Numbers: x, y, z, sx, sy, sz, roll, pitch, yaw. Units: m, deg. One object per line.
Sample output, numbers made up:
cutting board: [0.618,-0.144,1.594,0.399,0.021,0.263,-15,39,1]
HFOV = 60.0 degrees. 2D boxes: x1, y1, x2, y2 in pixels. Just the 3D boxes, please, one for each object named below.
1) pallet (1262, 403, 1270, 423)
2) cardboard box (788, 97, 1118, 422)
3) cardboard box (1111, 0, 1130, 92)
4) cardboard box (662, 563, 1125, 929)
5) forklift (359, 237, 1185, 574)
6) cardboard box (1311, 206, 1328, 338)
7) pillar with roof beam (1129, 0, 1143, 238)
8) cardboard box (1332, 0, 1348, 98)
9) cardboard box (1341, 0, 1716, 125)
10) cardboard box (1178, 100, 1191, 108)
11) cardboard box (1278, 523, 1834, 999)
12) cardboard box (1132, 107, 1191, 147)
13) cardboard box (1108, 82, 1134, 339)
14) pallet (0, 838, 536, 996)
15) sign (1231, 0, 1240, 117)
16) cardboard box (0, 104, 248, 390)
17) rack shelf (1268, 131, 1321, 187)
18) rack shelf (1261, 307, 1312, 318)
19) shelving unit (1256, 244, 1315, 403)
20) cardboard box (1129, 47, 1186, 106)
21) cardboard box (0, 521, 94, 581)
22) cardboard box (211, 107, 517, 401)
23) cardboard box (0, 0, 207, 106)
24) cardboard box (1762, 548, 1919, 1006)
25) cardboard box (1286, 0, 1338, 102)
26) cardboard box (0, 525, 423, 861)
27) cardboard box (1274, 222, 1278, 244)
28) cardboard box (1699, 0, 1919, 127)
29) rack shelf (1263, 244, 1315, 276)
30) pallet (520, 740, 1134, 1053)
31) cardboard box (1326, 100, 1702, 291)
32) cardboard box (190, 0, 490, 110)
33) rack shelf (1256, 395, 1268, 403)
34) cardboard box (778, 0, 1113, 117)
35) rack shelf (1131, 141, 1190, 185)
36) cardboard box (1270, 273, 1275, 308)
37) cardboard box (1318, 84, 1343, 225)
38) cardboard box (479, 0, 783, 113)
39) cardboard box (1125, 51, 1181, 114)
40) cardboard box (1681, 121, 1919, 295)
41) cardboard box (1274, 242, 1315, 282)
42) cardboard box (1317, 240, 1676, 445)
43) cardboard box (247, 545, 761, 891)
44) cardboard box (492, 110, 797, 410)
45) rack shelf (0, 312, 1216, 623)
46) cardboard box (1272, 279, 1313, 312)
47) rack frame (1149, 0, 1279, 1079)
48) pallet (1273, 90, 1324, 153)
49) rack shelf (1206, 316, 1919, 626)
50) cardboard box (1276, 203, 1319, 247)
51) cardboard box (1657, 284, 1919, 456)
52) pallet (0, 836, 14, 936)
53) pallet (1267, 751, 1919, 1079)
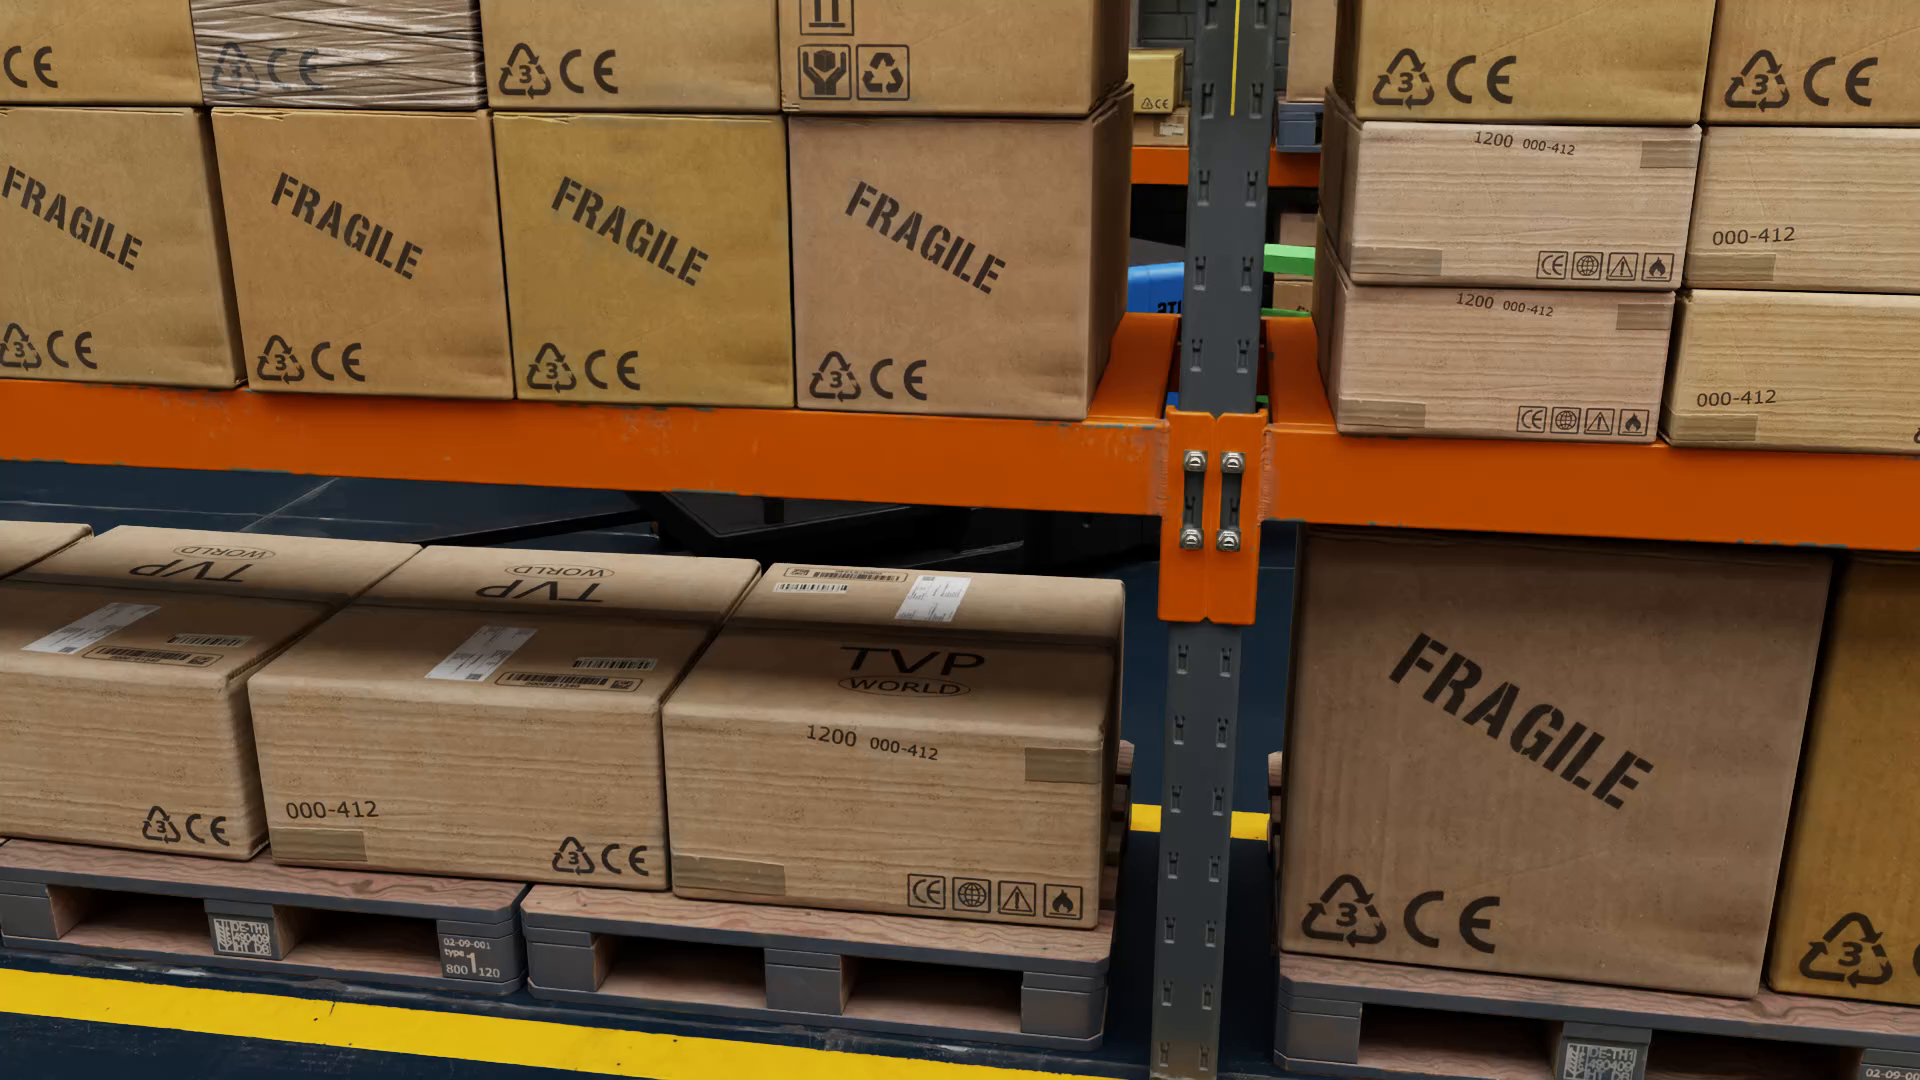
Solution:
pallet: [2.097,-0.738,8.175,1.213,0.211,1.003,3,19,9]
cardboard box: [0.006,-0.525,2.986,0.500,0.500,0.500,3,19,9]
cardboard box: [0.073,-1.155,3.295,0.500,0.500,0.500,3,19,9]
cardboard box: [-0.098,0.417,3.706,0.875,0.438,0.875,3,19,8]
forklift: [-0.594,-1.281,5.513,3.031,2.935,1.130,-10,21,-26]
cardboard box: [0.988,-0.519,3.364,0.500,0.250,0.500,2,19,7]
pillar with roof beam: [0.061,-3.903,3.785,0.400,9.000,9.100,3,19,9]
cardboard box: [0.986,-1.112,3.165,0.500,0.500,0.500,4,19,10]
cardboard box: [0.894,-0.943,2.661,0.500,0.500,0.500,3,19,9]
cardboard box: [1.000,-2.073,8.166,0.250,0.149,0.380,3,19,9]
cardboard box: [1.130,0.281,3.423,0.875,0.875,0.875,4,19,10]
cardboard box: [0.933,-1.907,7.671,0.250,0.149,0.380,3,19,9]
cardboard box: [0.083,-0.687,3.471,0.500,0.500,0.500,4,19,10]
pallet: [-1.442,0.665,3.983,1.213,0.211,1.003,3,19,9]
sign: [0.418,-0.808,2.502,0.005,0.325,0.100,3,19,9]
cardboard box: [-1.516,-0.601,3.213,0.500,0.500,0.500,4,19,10]
rack shelf: [3.263,-1.647,7.633,4.000,0.370,1.077,3,19,9]
rack shelf: [1.177,-0.767,6.149,0.480,0.148,0.258,11,21,29]
shelving unit: [1.177,-0.600,6.205,0.503,1.200,0.258,11,21,29]
cardboard box: [0.842,-2.269,8.123,0.500,0.250,0.500,3,19,8]
cardboard box: [-2.777,0.283,4.107,0.875,0.438,0.875,2,19,7]
cardboard box: [-1.001,-0.569,3.120,0.500,0.500,0.500,3,19,8]
cardboard box: [-1.503,-1.071,3.044,0.500,0.500,0.500,3,19,9]
cardboard box: [2.023,0.324,3.295,0.875,0.875,0.875,3,19,10]
cardboard box: [1.730,-2.241,7.455,0.500,0.500,0.700,3,19,10]
cardboard box: [-1.872,0.326,3.977,0.875,0.438,0.875,3,19,10]
cardboard box: [1.697,-1.482,8.261,0.250,0.149,0.380,2,19,6]
cardboard box: [1.400,-0.926,2.611,0.500,0.500,0.500,3,19,8]
rack shelf: [1.177,-0.994,6.073,0.480,0.148,0.258,11,21,29]
pallet: [-0.234,0.726,3.801,1.213,0.211,1.003,3,19,9]
cardboard box: [0.894,-0.589,2.786,0.500,0.250,0.500,2,19,7]
cardboard box: [-1.009,-1.043,2.961,0.500,0.500,0.500,3,19,9]
rack shelf: [1.177,-0.539,6.225,0.480,0.148,0.258,11,21,29]
cardboard box: [-0.005,-0.993,2.809,0.500,0.500,0.500,3,19,8]
rack shelf: [-0.686,-1.849,8.234,4.000,0.370,1.077,3,19,9]
cardboard box: [1.820,-1.171,8.353,0.500,0.500,0.500,3,19,8]
cardboard box: [0.979,-0.754,3.277,0.500,0.250,0.500,3,19,9]
cardboard box: [-0.505,-1.021,2.893,0.500,0.500,0.500,3,19,8]
cardboard box: [0.747,-2.108,7.644,0.500,0.250,0.500,3,19,10]
cardboard box: [1.414,-0.572,2.733,0.500,0.250,0.500,3,19,10]
cardboard box: [1.600,-1.309,7.743,0.250,0.149,0.380,4,19,11]
cardboard box: [0.897,-0.358,2.882,0.500,0.250,0.500,2,19,7]
cardboard box: [-0.982,0.372,3.840,0.875,0.438,0.875,2,19,7]
cardboard box: [-0.503,-0.549,3.058,0.500,0.500,0.500,2,19,7]
rack shelf: [-1.470,-0.293,3.586,4.000,0.370,1.077,3,19,9]
cardboard box: [1.730,-1.008,7.866,0.500,0.500,0.500,4,19,11]
rack frame: [0.505,-0.534,3.171,0.127,3.000,1.000,3,19,9]
pallet: [2.060,-1.924,7.628,1.213,0.211,1.003,3,19,9]
rack shelf: [2.479,-0.092,2.985,4.000,0.370,1.077,3,19,9]
cardboard box: [1.610,-1.469,7.753,0.250,0.149,0.380,3,19,8]
cardboard box: [1.408,-0.332,2.805,0.500,0.250,0.500,2,19,7]
pallet: [-2.643,0.603,4.168,1.213,0.211,1.003,3,19,9]
pallet: [1.278,0.804,3.568,1.213,0.211,1.003,3,19,9]
